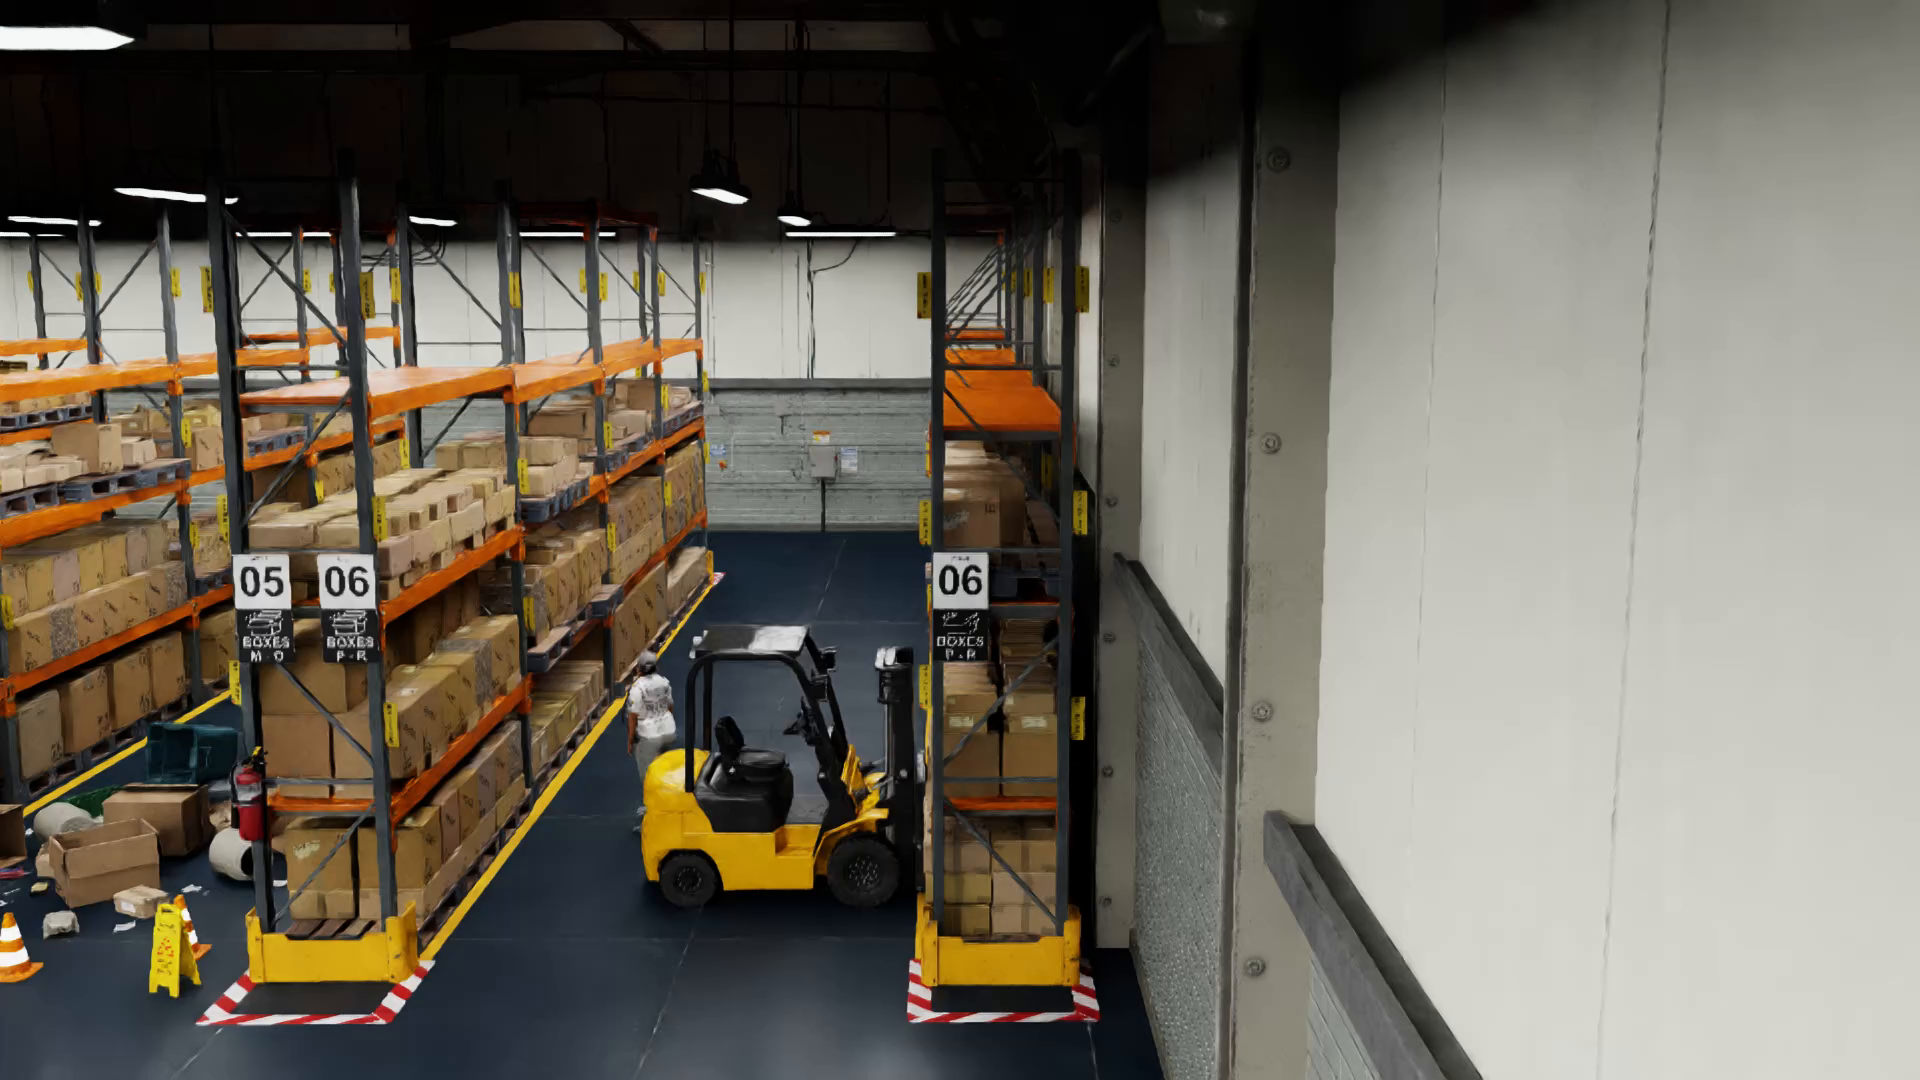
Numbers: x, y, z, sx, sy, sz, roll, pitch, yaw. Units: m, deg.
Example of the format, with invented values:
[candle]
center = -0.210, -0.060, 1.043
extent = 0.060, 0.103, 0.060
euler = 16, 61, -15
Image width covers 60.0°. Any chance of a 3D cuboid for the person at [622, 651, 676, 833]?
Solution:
[person]
center = -2.923, 1.858, 15.611
extent = 0.556, 1.659, 0.598
euler = 6, 11, 31
